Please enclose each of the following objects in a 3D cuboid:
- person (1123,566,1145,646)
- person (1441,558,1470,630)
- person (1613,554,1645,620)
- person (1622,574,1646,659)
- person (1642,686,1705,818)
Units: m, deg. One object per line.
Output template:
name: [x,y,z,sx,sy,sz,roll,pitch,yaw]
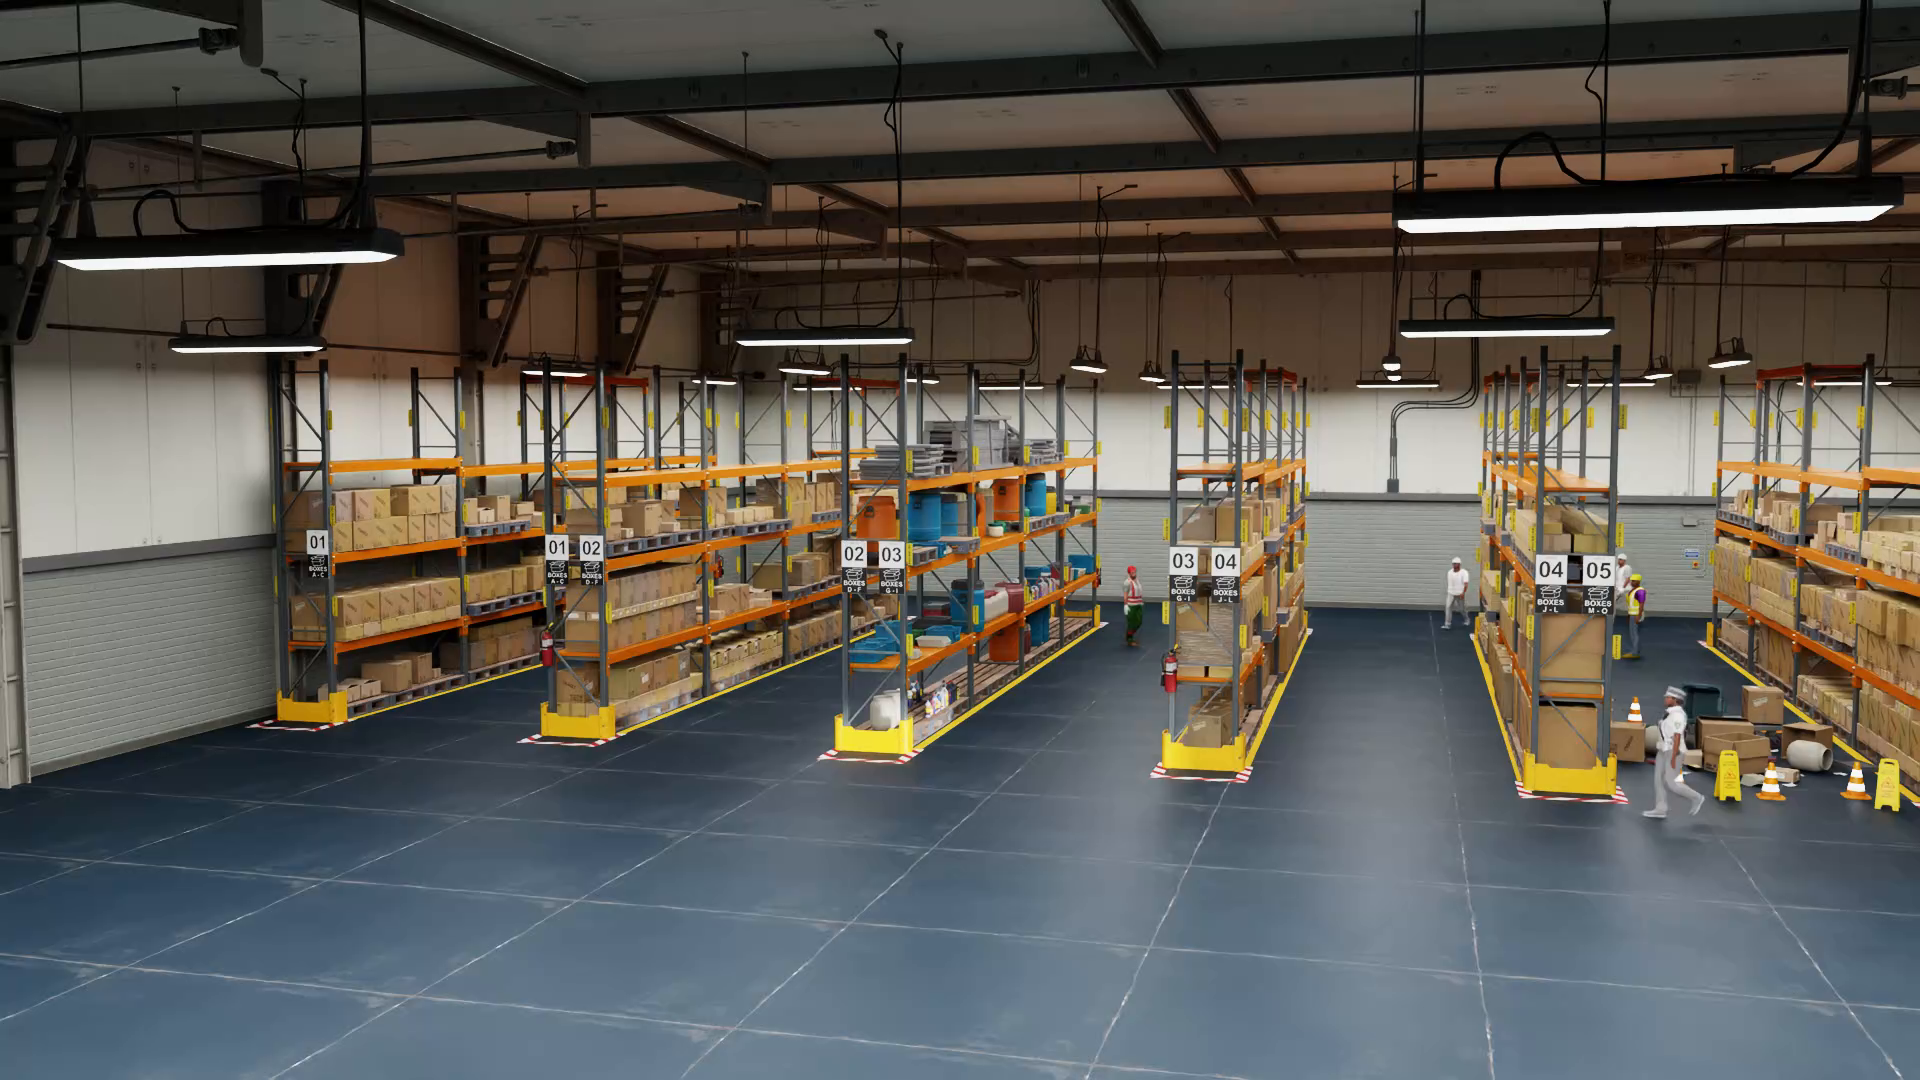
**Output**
person: [3.841,1.456,36.917,0.641,1.794,0.464,-4,6,-43]
person: [11.905,1.284,39.852,0.584,1.728,1.035,3,5,38]
person: [16.242,1.202,40.743,1.025,1.741,0.626,0,4,5]
person: [14.266,1.599,35.171,0.438,1.769,0.628,2,4,23]
person: [8.933,2.661,20.812,0.637,1.674,0.450,0,4,-2]
